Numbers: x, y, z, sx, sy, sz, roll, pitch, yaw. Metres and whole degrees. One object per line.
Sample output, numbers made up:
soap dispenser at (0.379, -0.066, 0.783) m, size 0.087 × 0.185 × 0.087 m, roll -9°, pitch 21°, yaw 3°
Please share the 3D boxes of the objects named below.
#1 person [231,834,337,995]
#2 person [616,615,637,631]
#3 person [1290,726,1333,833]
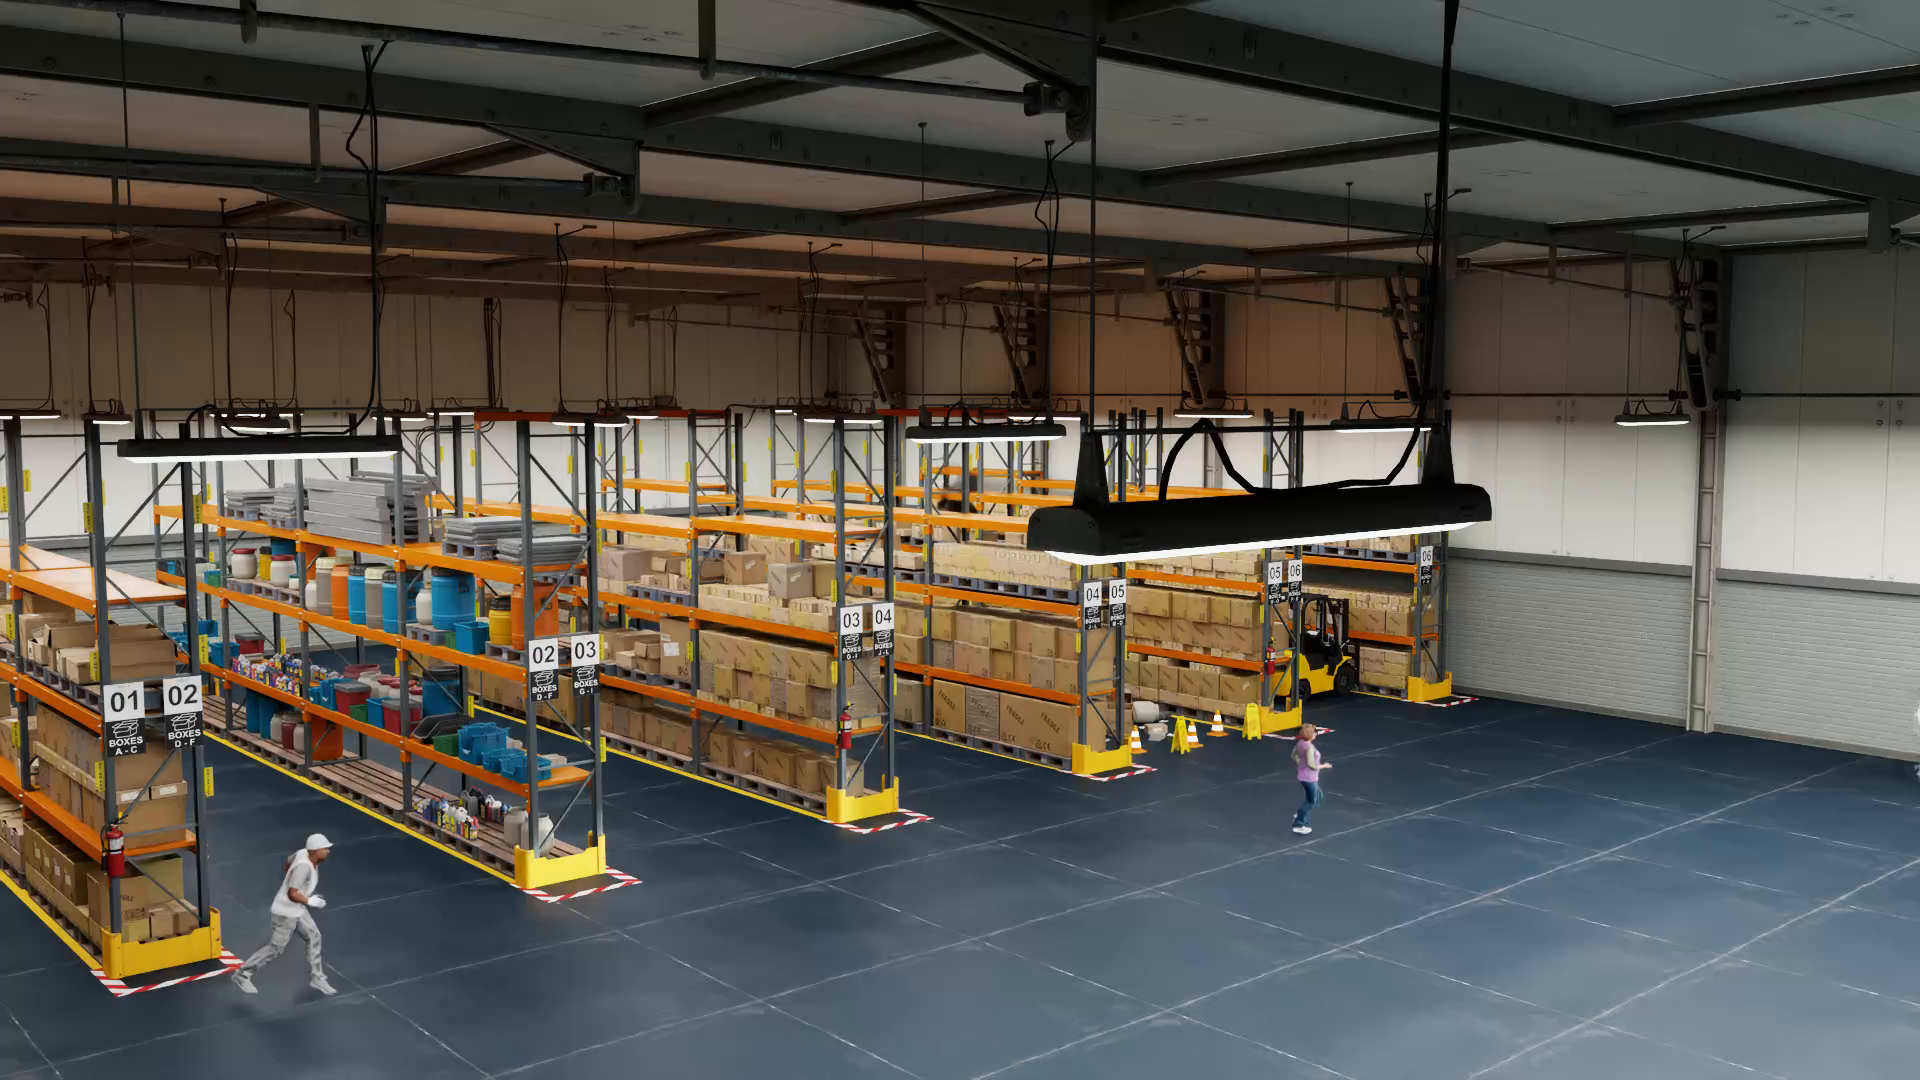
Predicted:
person at (-7.109, 3.966, 17.456) m, size 1.045 × 1.740 × 0.725 m, roll -2°, pitch 5°, yaw -18°
person at (-8.338, 1.906, 41.548) m, size 0.533 × 1.582 × 0.659 m, roll 0°, pitch 5°, yaw -3°
person at (5.060, 3.448, 23.934) m, size 0.555 × 1.539 × 0.520 m, roll 0°, pitch 5°, yaw -4°
